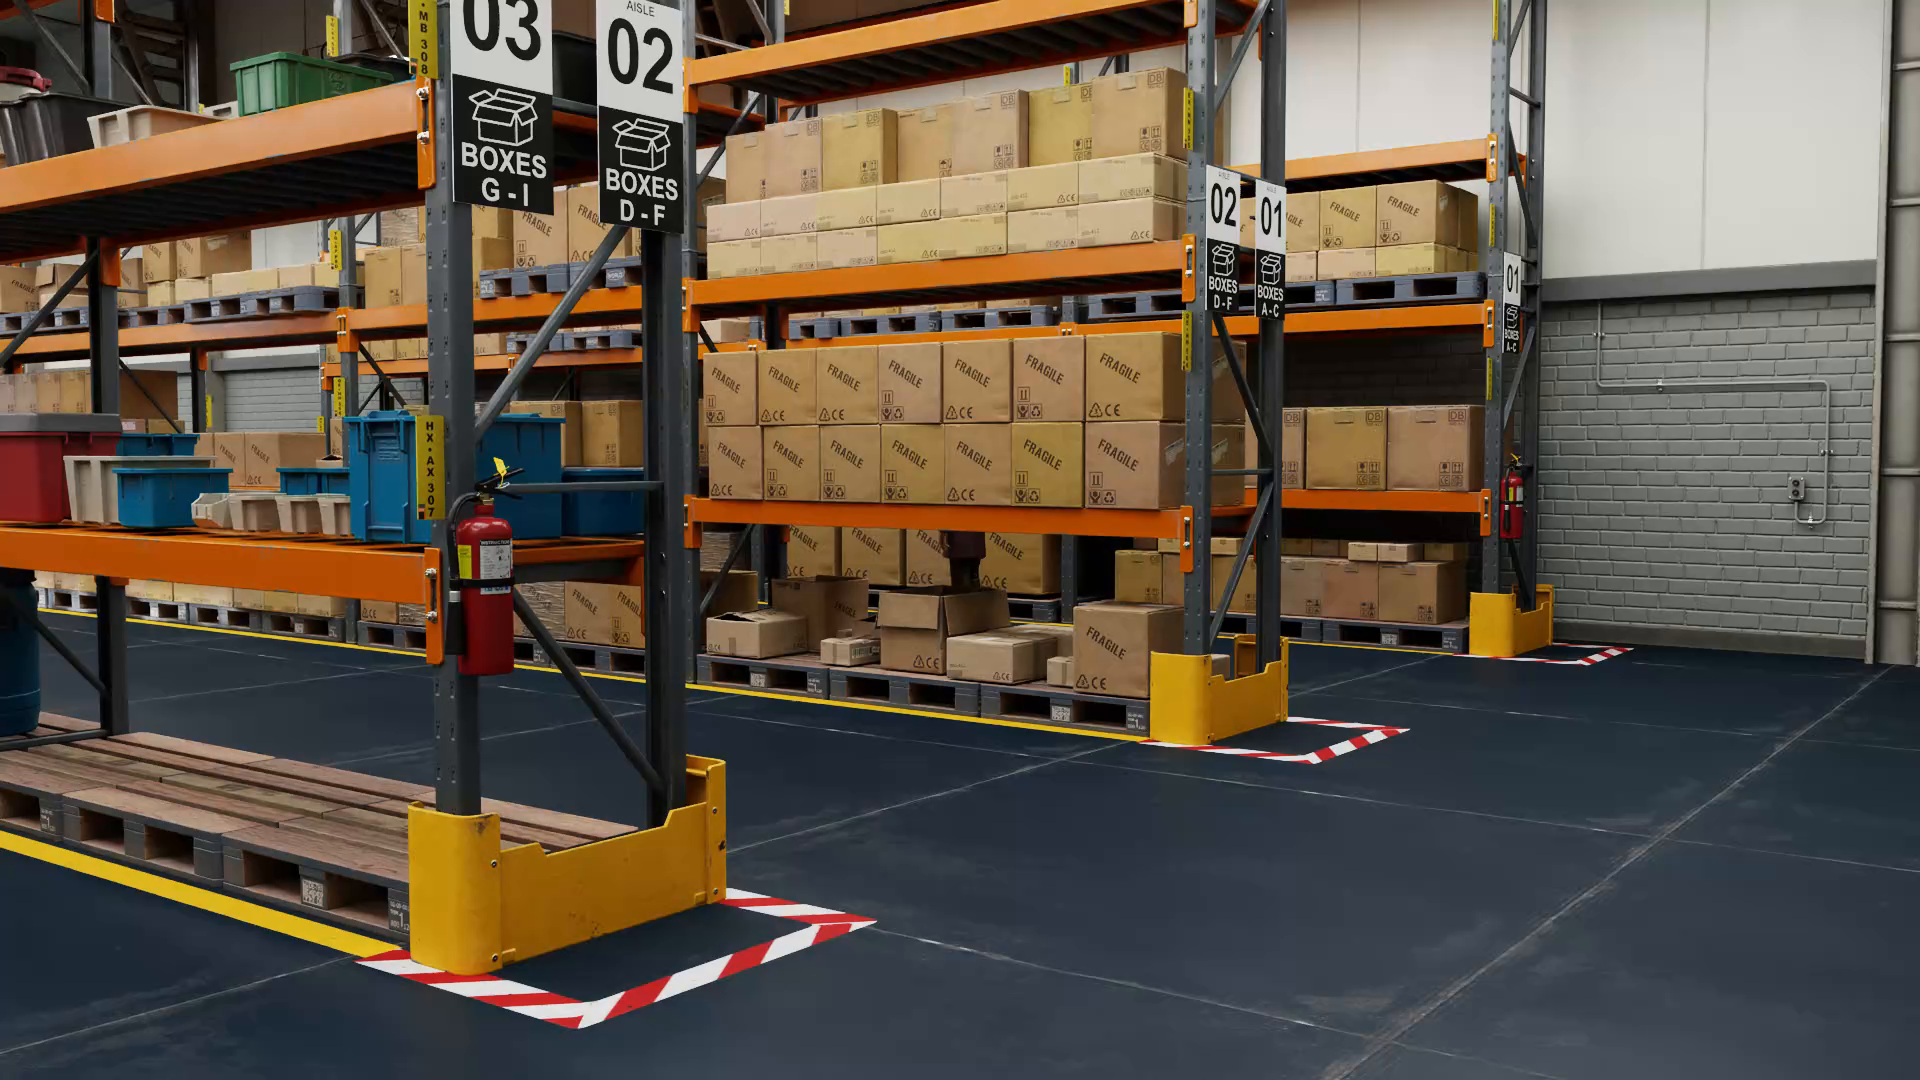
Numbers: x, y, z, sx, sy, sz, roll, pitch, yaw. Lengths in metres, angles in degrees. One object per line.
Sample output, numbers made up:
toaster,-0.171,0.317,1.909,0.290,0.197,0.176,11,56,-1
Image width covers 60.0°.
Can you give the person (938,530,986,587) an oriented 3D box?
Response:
person,-0.026,-0.071,15.028,0.579,1.779,0.698,2,4,36
